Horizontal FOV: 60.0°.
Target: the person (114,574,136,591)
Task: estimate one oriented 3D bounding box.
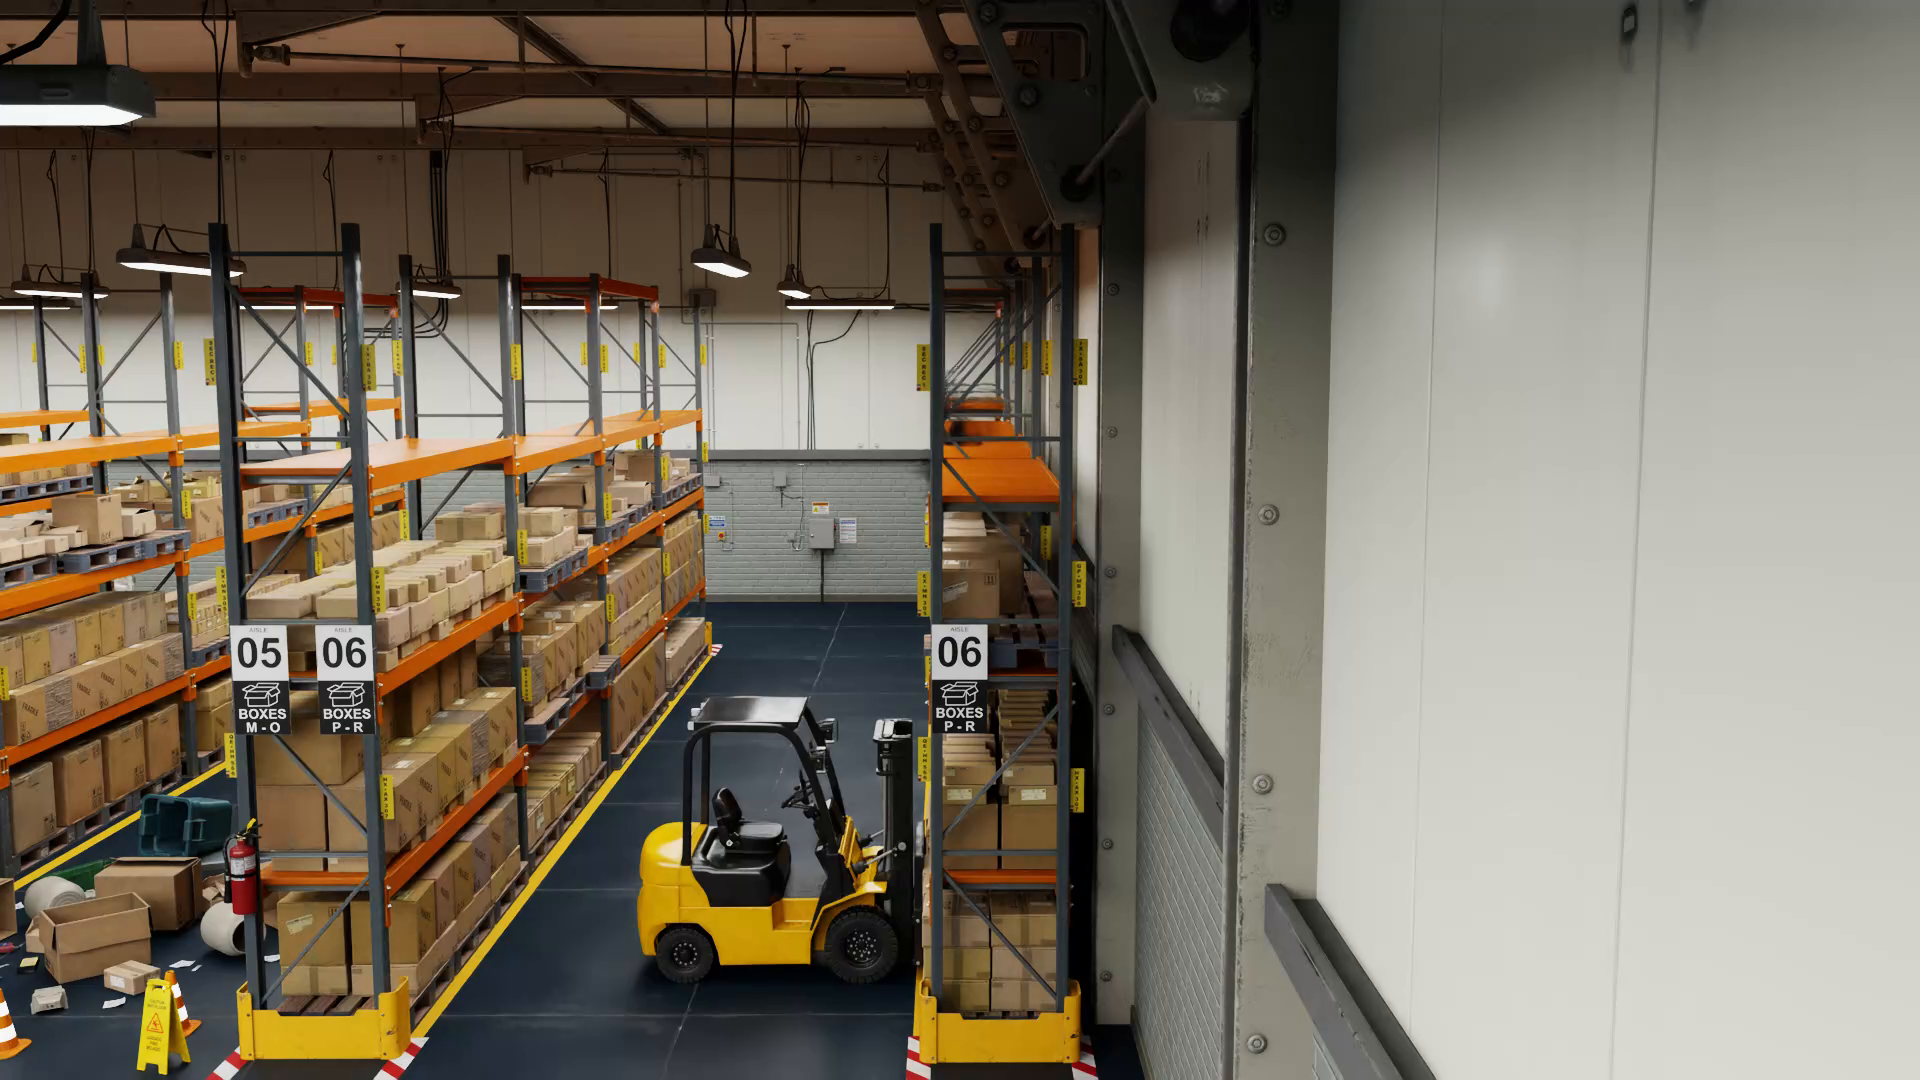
[{"bbox_3d":[-14.616,0.951,29.067,0.470,1.660,0.666,2,7,16],"label":"person"}]
